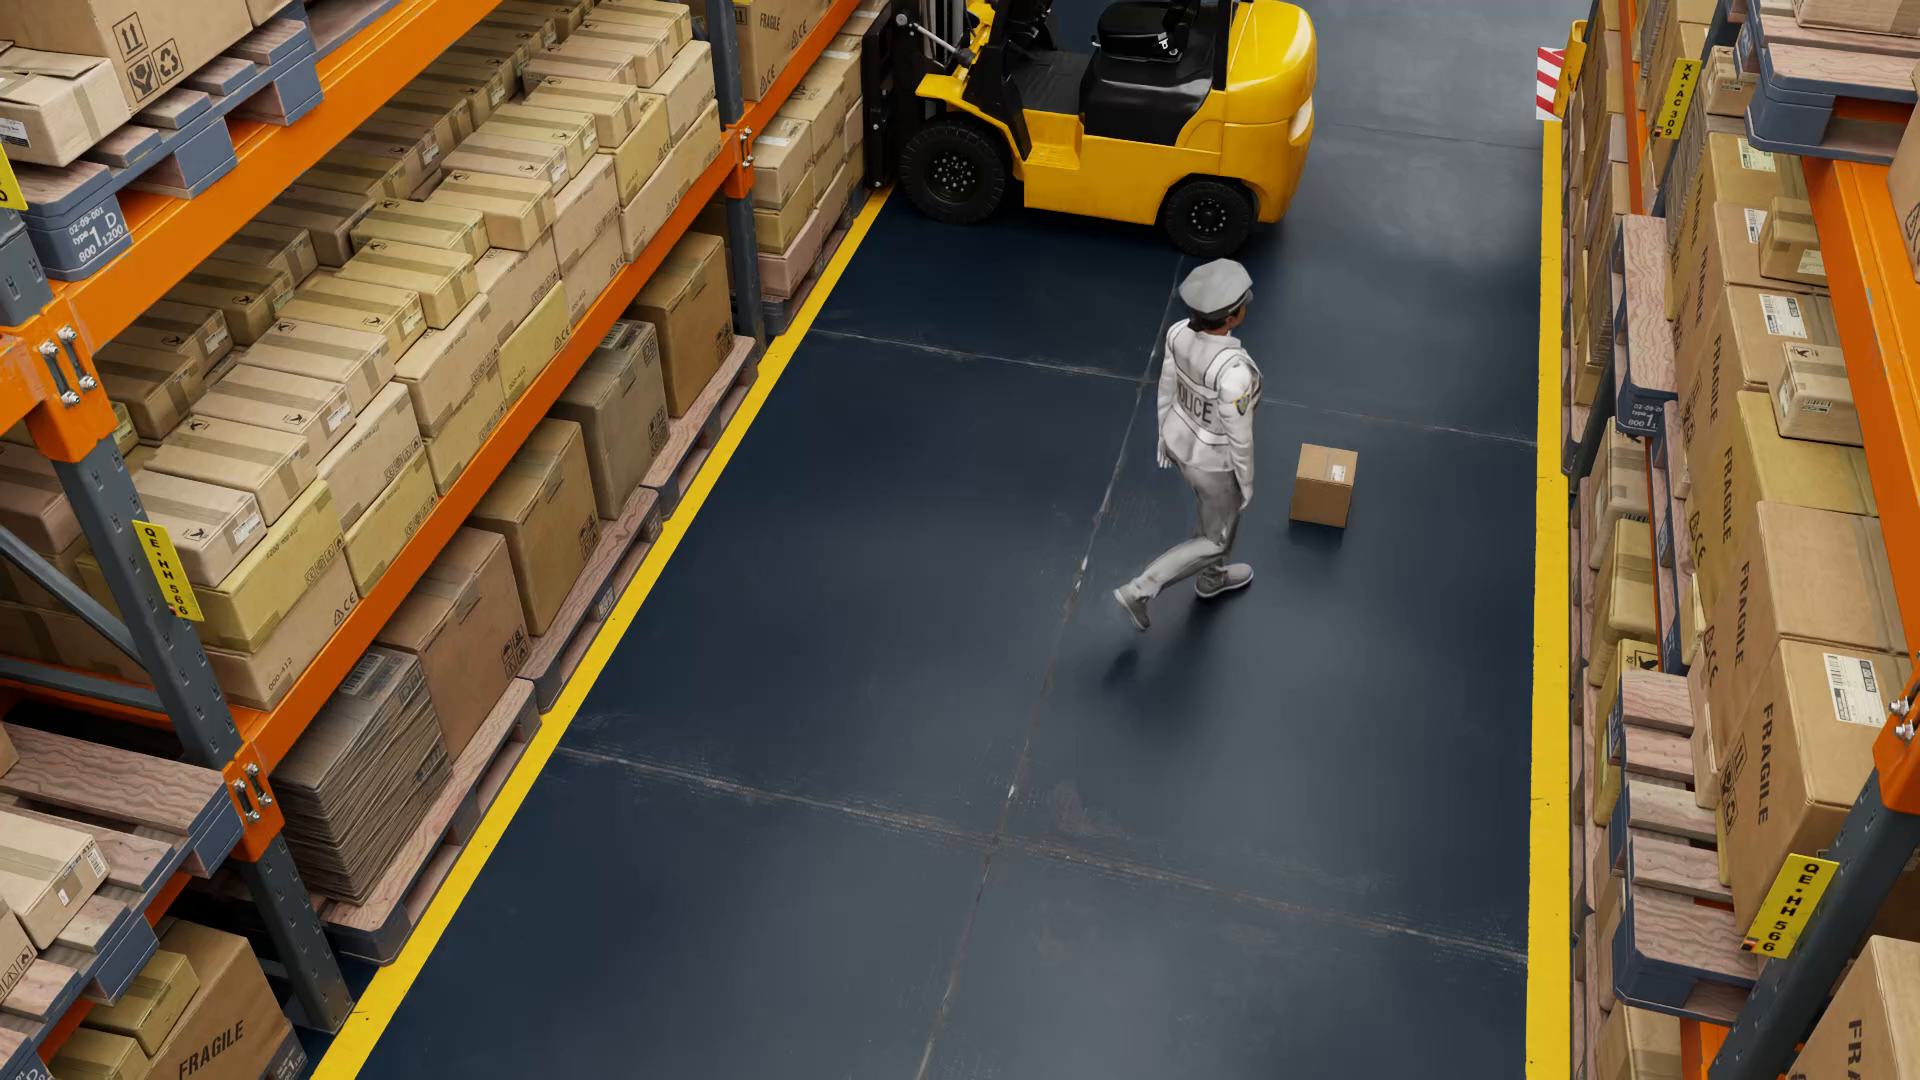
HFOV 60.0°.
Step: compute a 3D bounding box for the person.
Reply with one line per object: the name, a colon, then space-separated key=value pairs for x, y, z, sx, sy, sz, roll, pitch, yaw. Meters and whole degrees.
person: x=0.932 y=-0.342 z=6.514 sx=0.769 sy=1.656 sz=0.487 roll=-17 pitch=44 yaw=-19
